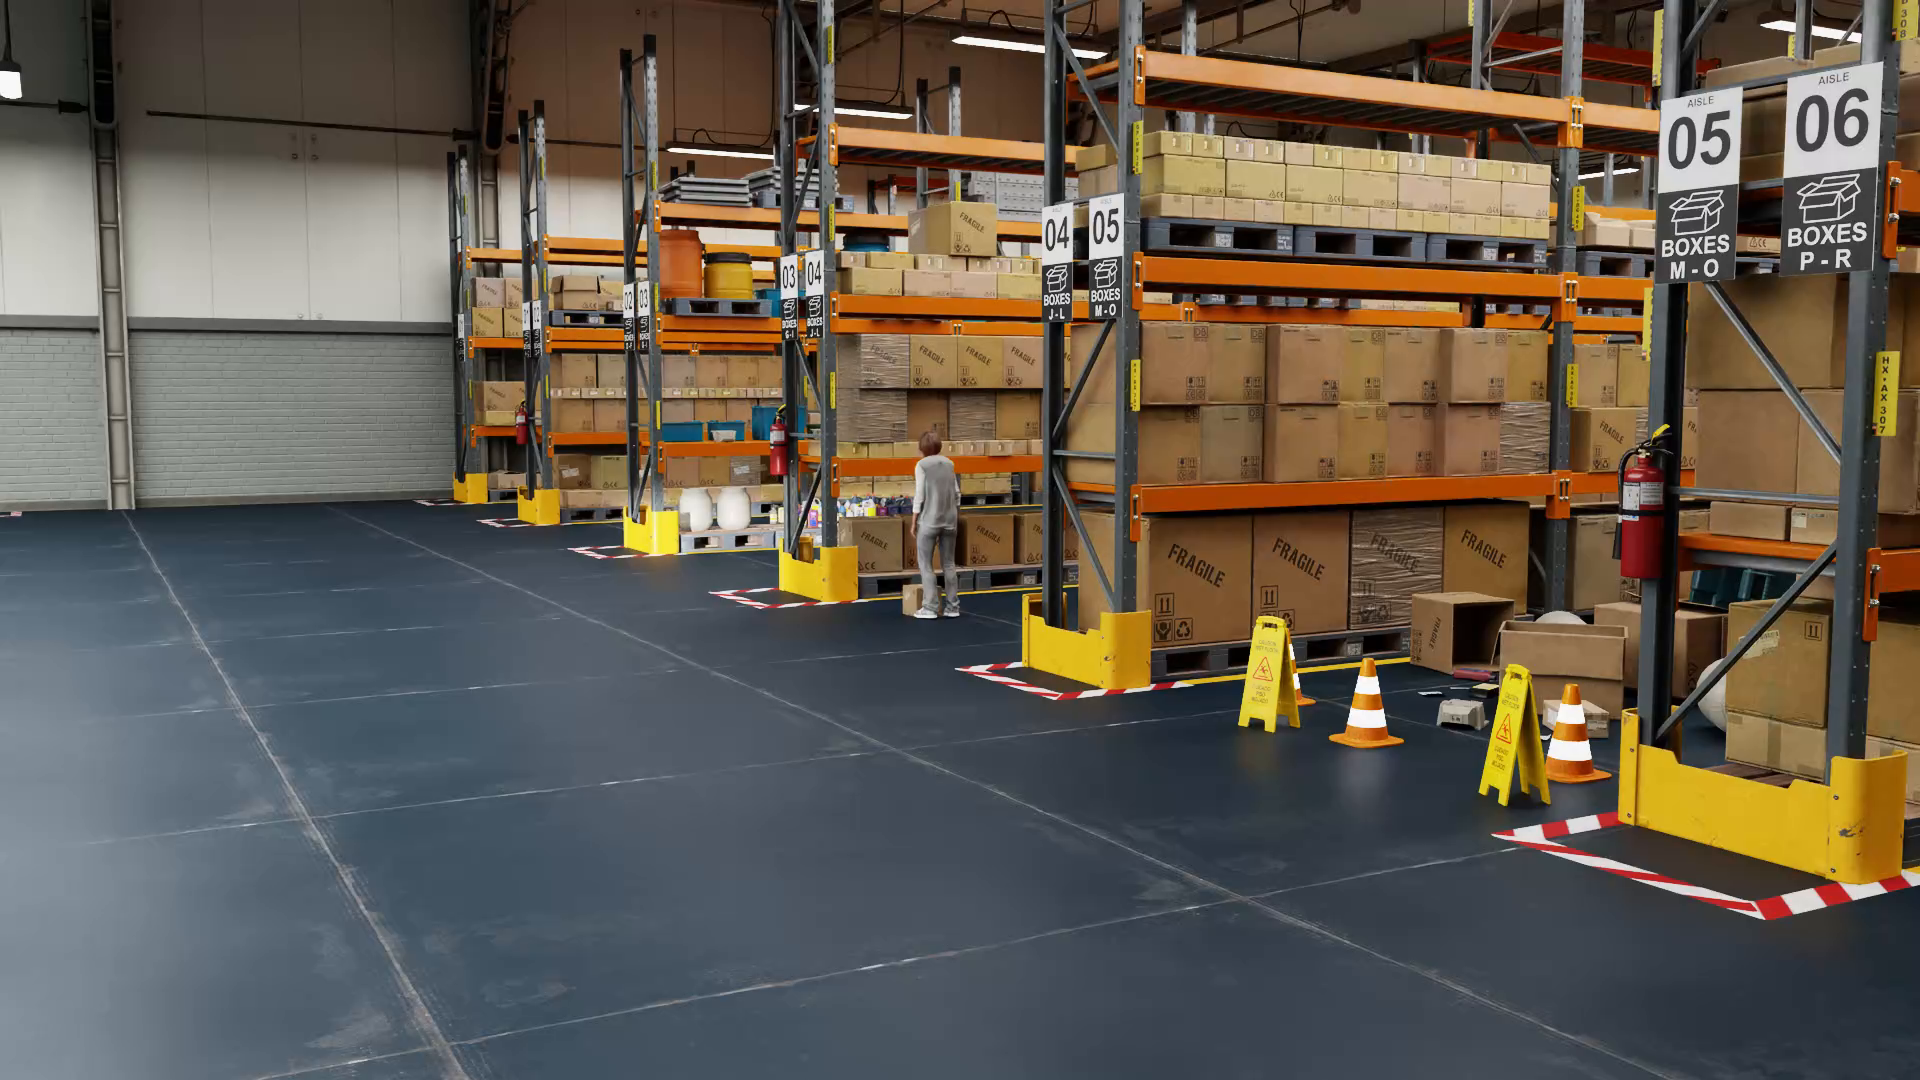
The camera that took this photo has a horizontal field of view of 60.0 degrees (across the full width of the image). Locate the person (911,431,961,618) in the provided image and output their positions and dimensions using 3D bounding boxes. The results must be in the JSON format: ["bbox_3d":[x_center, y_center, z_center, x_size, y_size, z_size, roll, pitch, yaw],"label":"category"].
[{"bbox_3d":[-0.203,-0.127,14.118,0.480,1.592,0.347,-3,6,-32],"label":"person"}]
